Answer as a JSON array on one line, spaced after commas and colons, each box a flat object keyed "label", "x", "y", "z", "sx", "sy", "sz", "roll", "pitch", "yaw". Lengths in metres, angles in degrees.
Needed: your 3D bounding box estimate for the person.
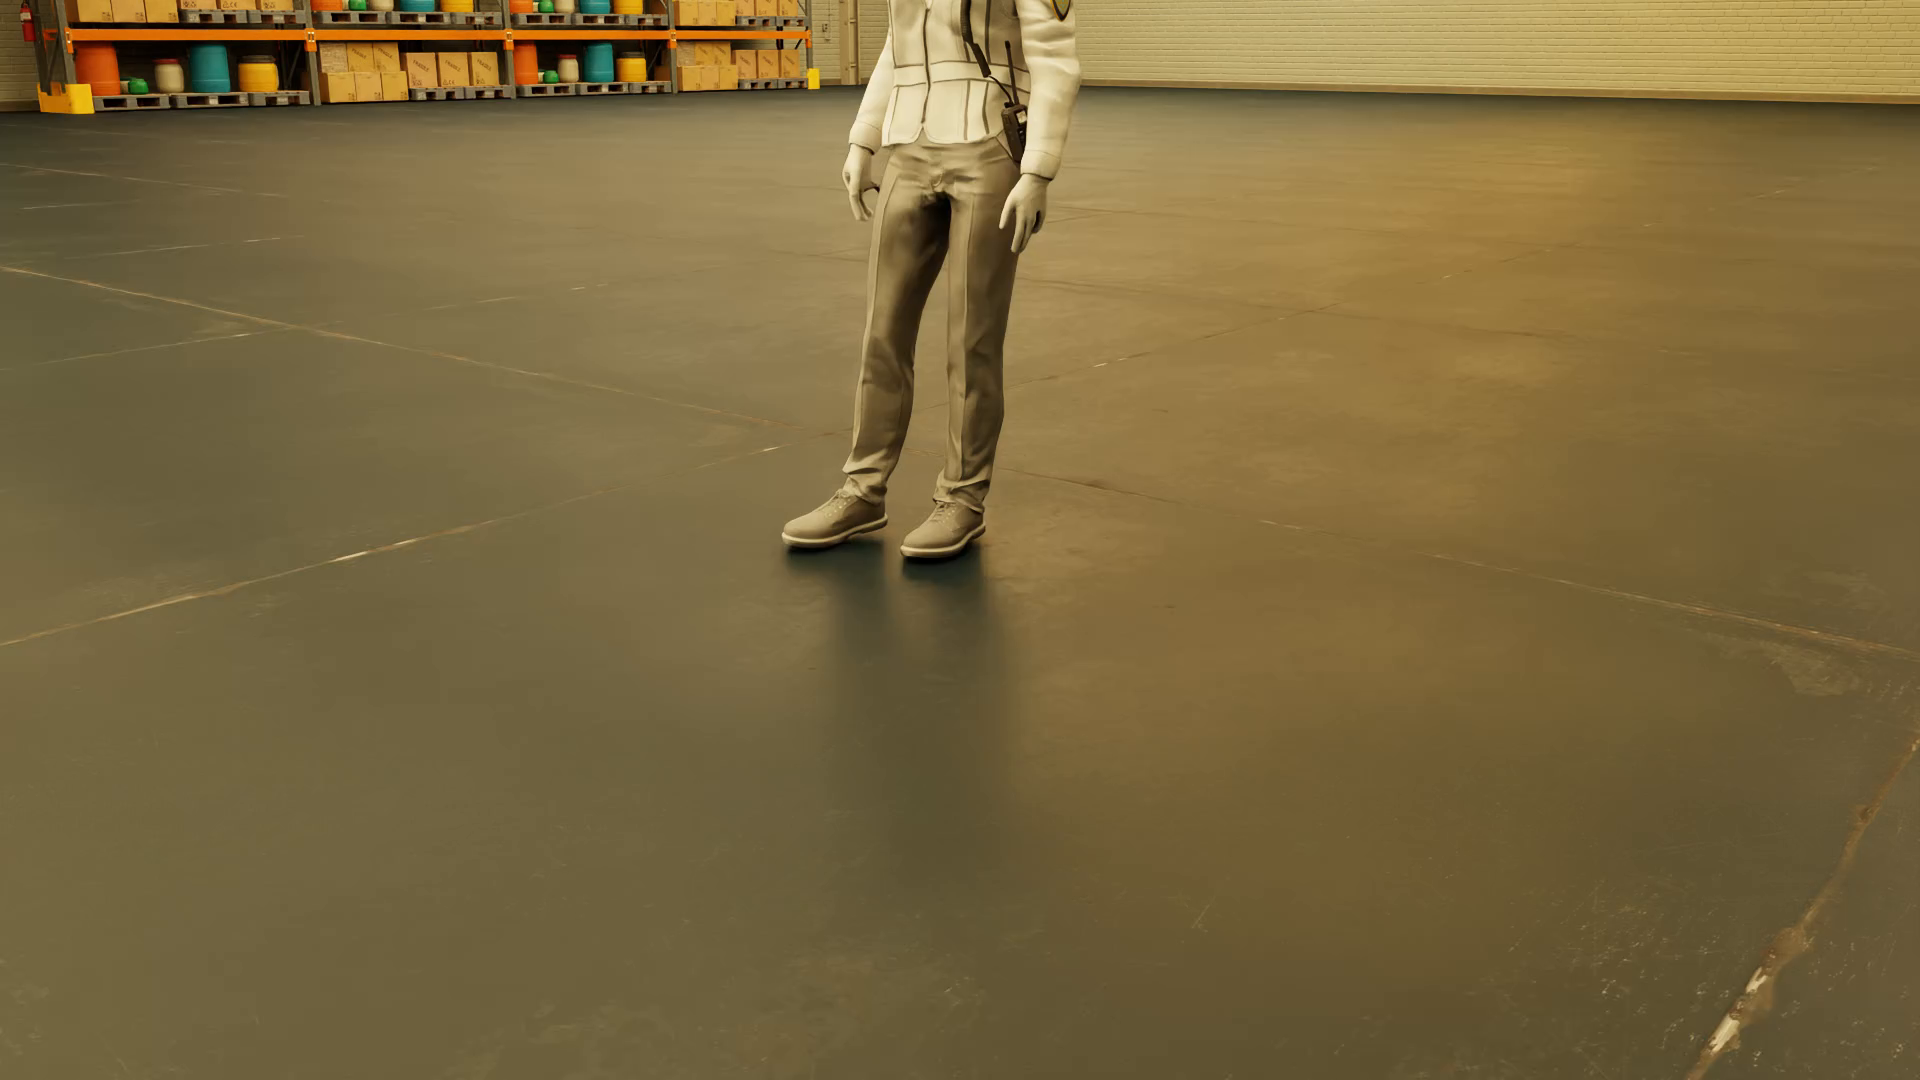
[{"label": "person", "x": -0.049, "y": -0.804, "z": 3.647, "sx": 0.588, "sy": 1.695, "sz": 0.531, "roll": 13, "pitch": 21, "yaw": 37}]
